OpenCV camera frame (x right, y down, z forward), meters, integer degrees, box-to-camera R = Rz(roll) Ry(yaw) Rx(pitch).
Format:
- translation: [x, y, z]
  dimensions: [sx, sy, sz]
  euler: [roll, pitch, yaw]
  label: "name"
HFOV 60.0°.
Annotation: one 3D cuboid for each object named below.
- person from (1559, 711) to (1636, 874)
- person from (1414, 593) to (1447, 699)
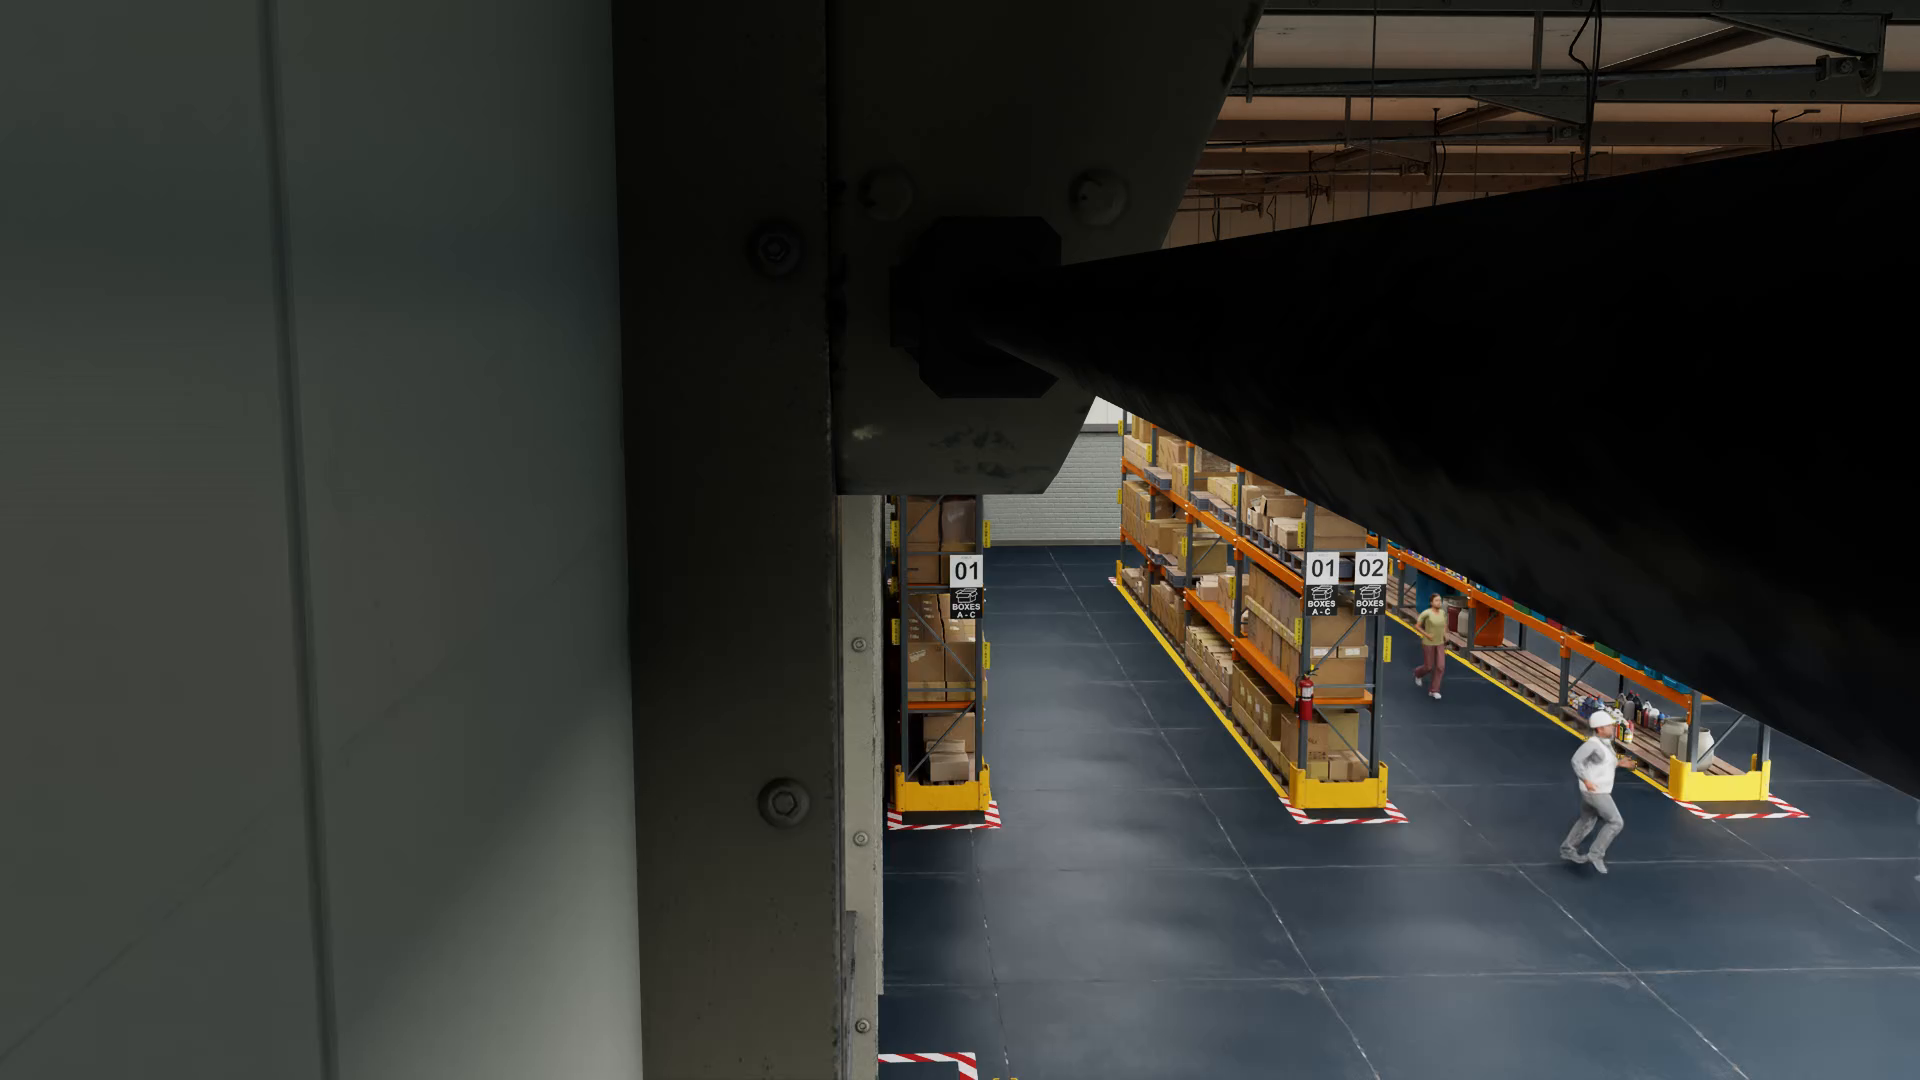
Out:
- translation: [7.056, 2.779, 18.388]
  dimensions: [0.739, 1.816, 0.627]
  euler: [3, 9, 22]
  label: "person"
- translation: [7.476, 1.644, 26.333]
  dimensions: [0.577, 1.641, 0.752]
  euler: [-2, 9, -15]
  label: "person"
